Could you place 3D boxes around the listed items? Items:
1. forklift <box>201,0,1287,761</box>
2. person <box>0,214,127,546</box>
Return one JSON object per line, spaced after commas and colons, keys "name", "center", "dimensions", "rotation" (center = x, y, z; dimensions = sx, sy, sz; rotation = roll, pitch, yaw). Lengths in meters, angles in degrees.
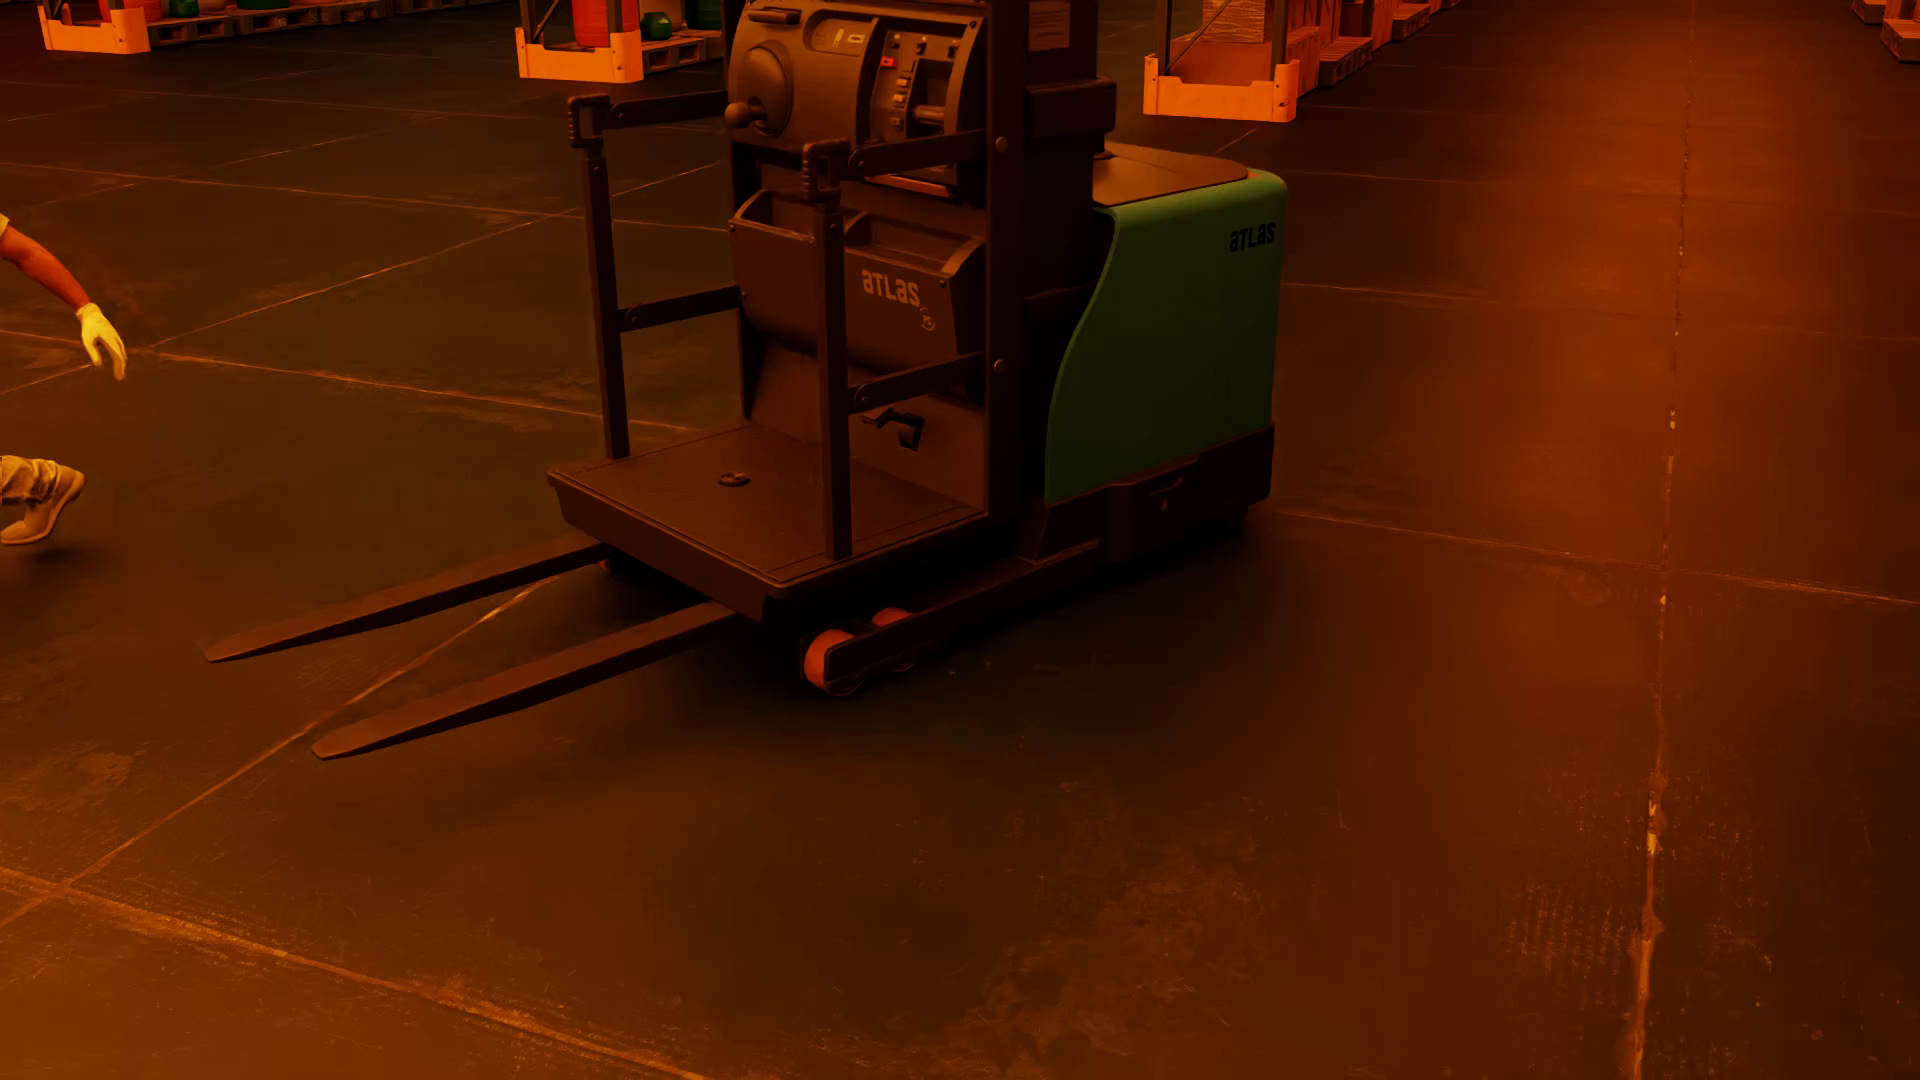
{"name": "forklift", "center": [-0.441, -1.187, 4.132], "dimensions": [3.031, 2.935, 1.130], "rotation": [-20, 30, -39]}
{"name": "person", "center": [-2.798, -0.497, 4.390], "dimensions": [0.781, 1.535, 0.969], "rotation": [8, 24, 18]}
